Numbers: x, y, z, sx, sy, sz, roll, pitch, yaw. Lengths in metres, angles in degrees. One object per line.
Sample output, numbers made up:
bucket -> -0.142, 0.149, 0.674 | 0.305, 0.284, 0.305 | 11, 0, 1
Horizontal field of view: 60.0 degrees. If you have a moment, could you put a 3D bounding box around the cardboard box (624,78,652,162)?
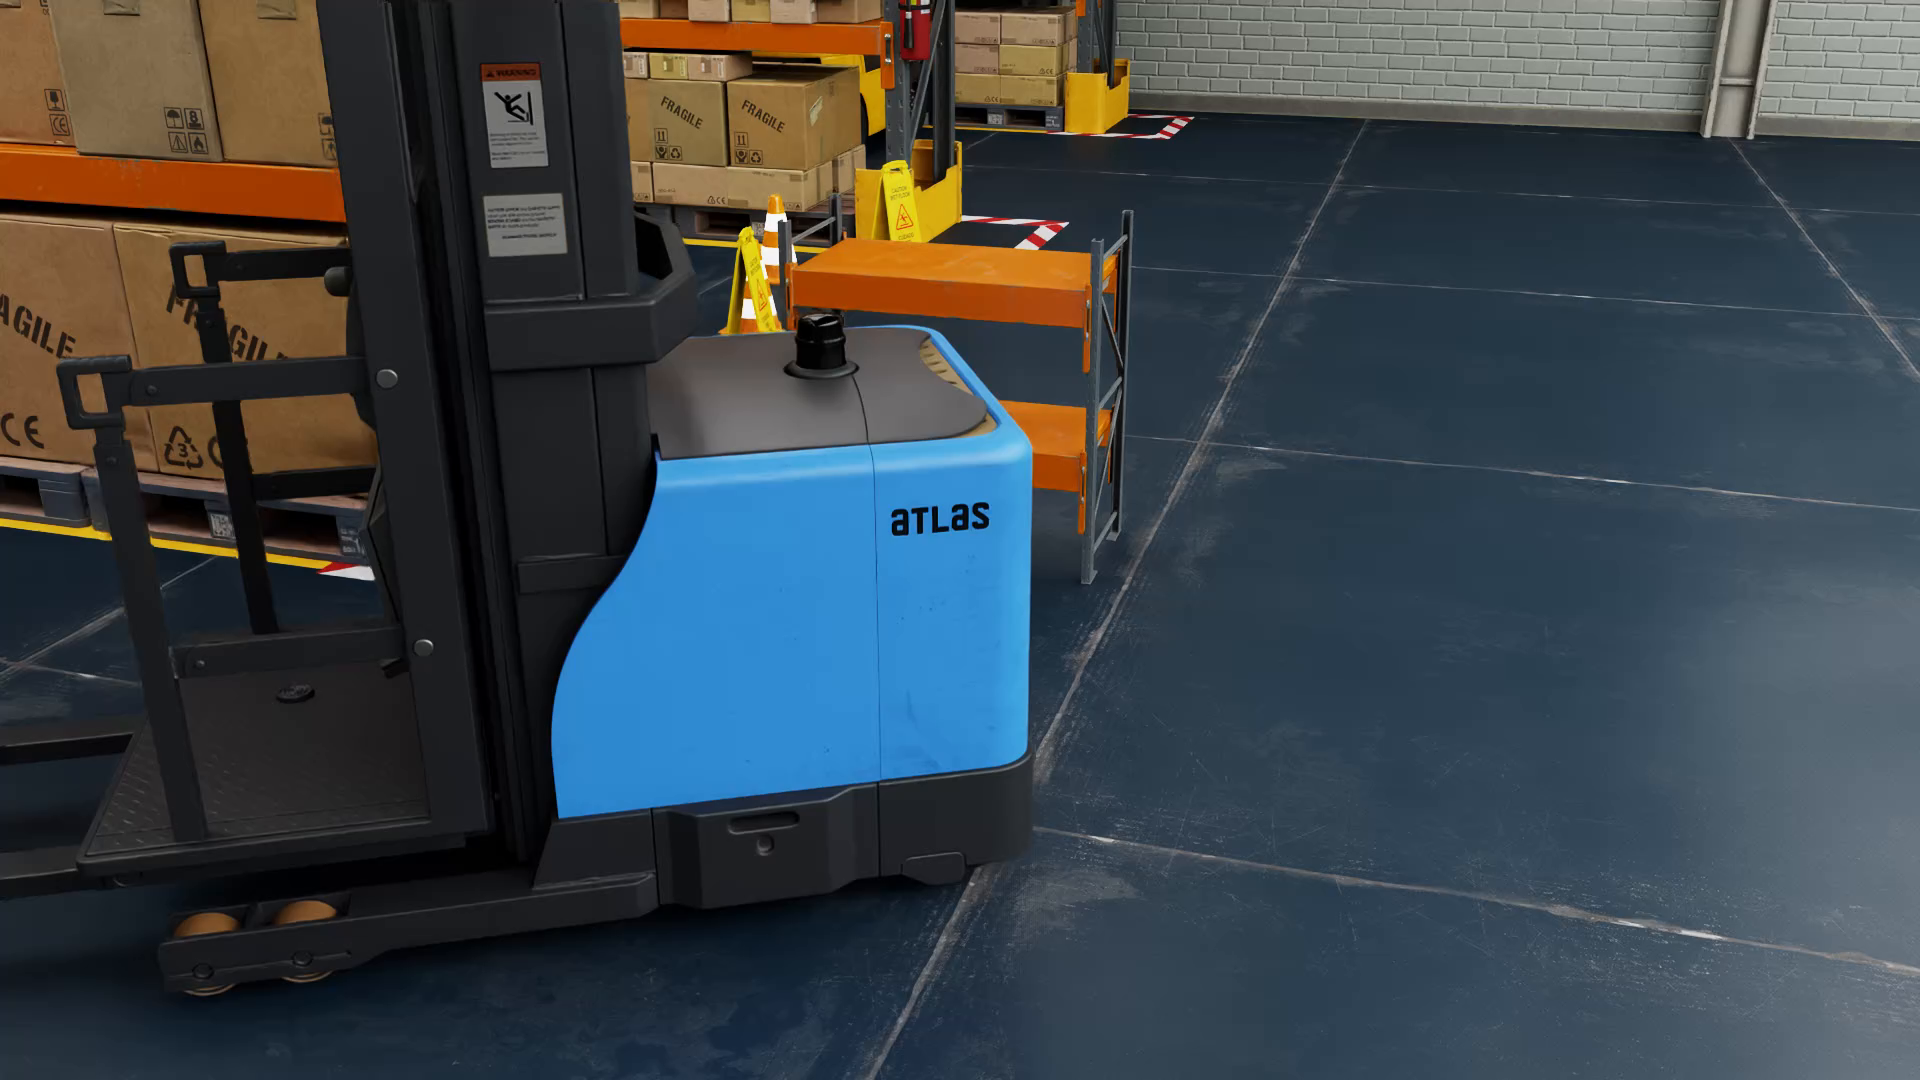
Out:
cardboard box -> -2.057, -2.665, 10.396 | 0.500, 0.500, 0.500 | 6, 23, 14

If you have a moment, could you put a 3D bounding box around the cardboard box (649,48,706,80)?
cardboard box -> -1.686, -2.896, 10.104 | 0.250, 0.149, 0.380 | 7, 23, 16

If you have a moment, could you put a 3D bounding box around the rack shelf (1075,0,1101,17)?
rack shelf -> -0.718, -4.979, 14.905 | 4.000, 0.370, 1.077 | 7, 23, 16

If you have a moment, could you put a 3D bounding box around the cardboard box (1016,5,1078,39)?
cardboard box -> 0.791, -4.599, 14.782 | 0.500, 0.250, 0.500 | 6, 23, 15

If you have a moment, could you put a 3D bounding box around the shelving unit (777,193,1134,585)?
shelving unit -> -0.006, -0.521, 5.558 | 1.048, 1.125, 0.538 | 7, 23, 16

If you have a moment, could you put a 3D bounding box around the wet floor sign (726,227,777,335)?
wet floor sign -> -0.967, -1.107, 7.617 | 0.232, 0.644, 0.267 | 3, 22, 6

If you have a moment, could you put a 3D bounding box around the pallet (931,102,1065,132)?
pallet -> 0.453, -3.872, 14.930 | 1.213, 0.211, 1.003 | 7, 23, 16

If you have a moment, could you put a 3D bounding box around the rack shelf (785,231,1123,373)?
rack shelf -> -0.006, -0.792, 5.447 | 1.000, 0.278, 0.538 | 7, 23, 16

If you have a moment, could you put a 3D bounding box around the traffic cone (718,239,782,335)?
traffic cone -> -1.013, -1.253, 8.216 | 0.334, 0.463, 0.336 | 7, 23, 16

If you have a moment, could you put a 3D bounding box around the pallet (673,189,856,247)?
pallet -> -1.074, -2.109, 10.634 | 1.213, 0.211, 1.003 | 7, 23, 16

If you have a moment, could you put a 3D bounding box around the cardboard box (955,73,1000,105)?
cardboard box -> 0.182, -4.010, 14.663 | 0.500, 0.250, 0.500 | 7, 23, 15

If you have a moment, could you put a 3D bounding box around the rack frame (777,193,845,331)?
rack frame -> -0.493, -0.577, 5.694 | 0.032, 1.125, 0.500 | 7, 23, 16

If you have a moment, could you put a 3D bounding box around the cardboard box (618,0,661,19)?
cardboard box -> -1.898, -3.251, 10.074 | 0.250, 0.149, 0.380 | 6, 23, 15

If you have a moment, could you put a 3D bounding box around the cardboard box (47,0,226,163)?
cardboard box -> -2.468, -1.626, 5.583 | 0.550, 0.550, 0.875 | 7, 23, 16

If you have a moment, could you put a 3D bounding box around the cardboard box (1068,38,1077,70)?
cardboard box -> 0.807, -4.373, 14.890 | 0.500, 0.250, 0.500 | 7, 23, 16

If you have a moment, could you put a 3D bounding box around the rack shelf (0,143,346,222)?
rack shelf -> -3.481, -1.366, 6.096 | 4.000, 0.370, 1.077 | 7, 23, 16

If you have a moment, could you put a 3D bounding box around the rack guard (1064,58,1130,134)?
rack guard -> 1.220, -3.934, 14.702 | 0.348, 0.500, 1.175 | 7, 23, 16

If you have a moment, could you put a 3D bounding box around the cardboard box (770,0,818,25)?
cardboard box -> -0.928, -3.124, 9.764 | 0.250, 0.149, 0.380 | 6, 23, 15

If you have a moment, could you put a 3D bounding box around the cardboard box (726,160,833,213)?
cardboard box -> -1.108, -2.205, 10.262 | 0.500, 0.250, 0.500 | 6, 23, 15

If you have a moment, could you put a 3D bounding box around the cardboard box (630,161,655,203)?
cardboard box -> -2.081, -2.317, 10.536 | 0.500, 0.250, 0.500 | 6, 23, 14

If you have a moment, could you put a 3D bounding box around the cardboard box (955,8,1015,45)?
cardboard box -> 0.175, -4.469, 14.464 | 0.500, 0.250, 0.500 | 7, 23, 16

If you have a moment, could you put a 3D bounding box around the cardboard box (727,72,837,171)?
cardboard box -> -1.076, -2.551, 10.119 | 0.500, 0.500, 0.500 | 7, 23, 16

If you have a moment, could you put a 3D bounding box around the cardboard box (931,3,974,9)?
cardboard box -> -0.164, -4.711, 15.056 | 0.500, 0.250, 0.500 | 6, 23, 15

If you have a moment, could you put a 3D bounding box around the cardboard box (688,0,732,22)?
cardboard box -> -1.422, -3.177, 9.893 | 0.250, 0.149, 0.380 | 7, 23, 16

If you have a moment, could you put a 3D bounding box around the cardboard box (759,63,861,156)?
cardboard box -> -0.949, -2.750, 10.602 | 0.500, 0.500, 0.500 | 6, 23, 14

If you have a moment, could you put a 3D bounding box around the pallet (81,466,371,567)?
pallet -> -2.355, -0.249, 6.098 | 1.213, 0.211, 1.003 | 7, 23, 15

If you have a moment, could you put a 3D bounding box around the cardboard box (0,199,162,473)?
cardboard box -> -3.078, -0.837, 6.104 | 0.875, 0.875, 0.875 | 6, 23, 15

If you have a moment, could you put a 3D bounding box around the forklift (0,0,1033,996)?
forklift -> -1.405, -0.629, 3.441 | 3.031, 2.935, 1.130 | -5, 23, -12

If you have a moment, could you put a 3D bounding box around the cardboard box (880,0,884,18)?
cardboard box -> -0.499, -3.285, 10.158 | 0.250, 0.149, 0.380 | 7, 23, 16

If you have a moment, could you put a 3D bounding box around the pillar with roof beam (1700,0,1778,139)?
pillar with roof beam -> 5.291, -6.050, 8.663 | 0.400, 9.000, 9.100 | 7, 23, 16

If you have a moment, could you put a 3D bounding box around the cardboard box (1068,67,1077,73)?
cardboard box -> 0.783, -4.140, 14.980 | 0.500, 0.250, 0.500 | 7, 23, 16

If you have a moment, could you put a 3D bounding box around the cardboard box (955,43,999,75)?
cardboard box -> 0.164, -4.245, 14.578 | 0.500, 0.250, 0.500 | 6, 23, 15

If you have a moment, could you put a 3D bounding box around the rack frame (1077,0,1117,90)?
rack frame -> 1.197, -5.093, 14.234 | 0.127, 3.000, 1.000 | 7, 23, 16
